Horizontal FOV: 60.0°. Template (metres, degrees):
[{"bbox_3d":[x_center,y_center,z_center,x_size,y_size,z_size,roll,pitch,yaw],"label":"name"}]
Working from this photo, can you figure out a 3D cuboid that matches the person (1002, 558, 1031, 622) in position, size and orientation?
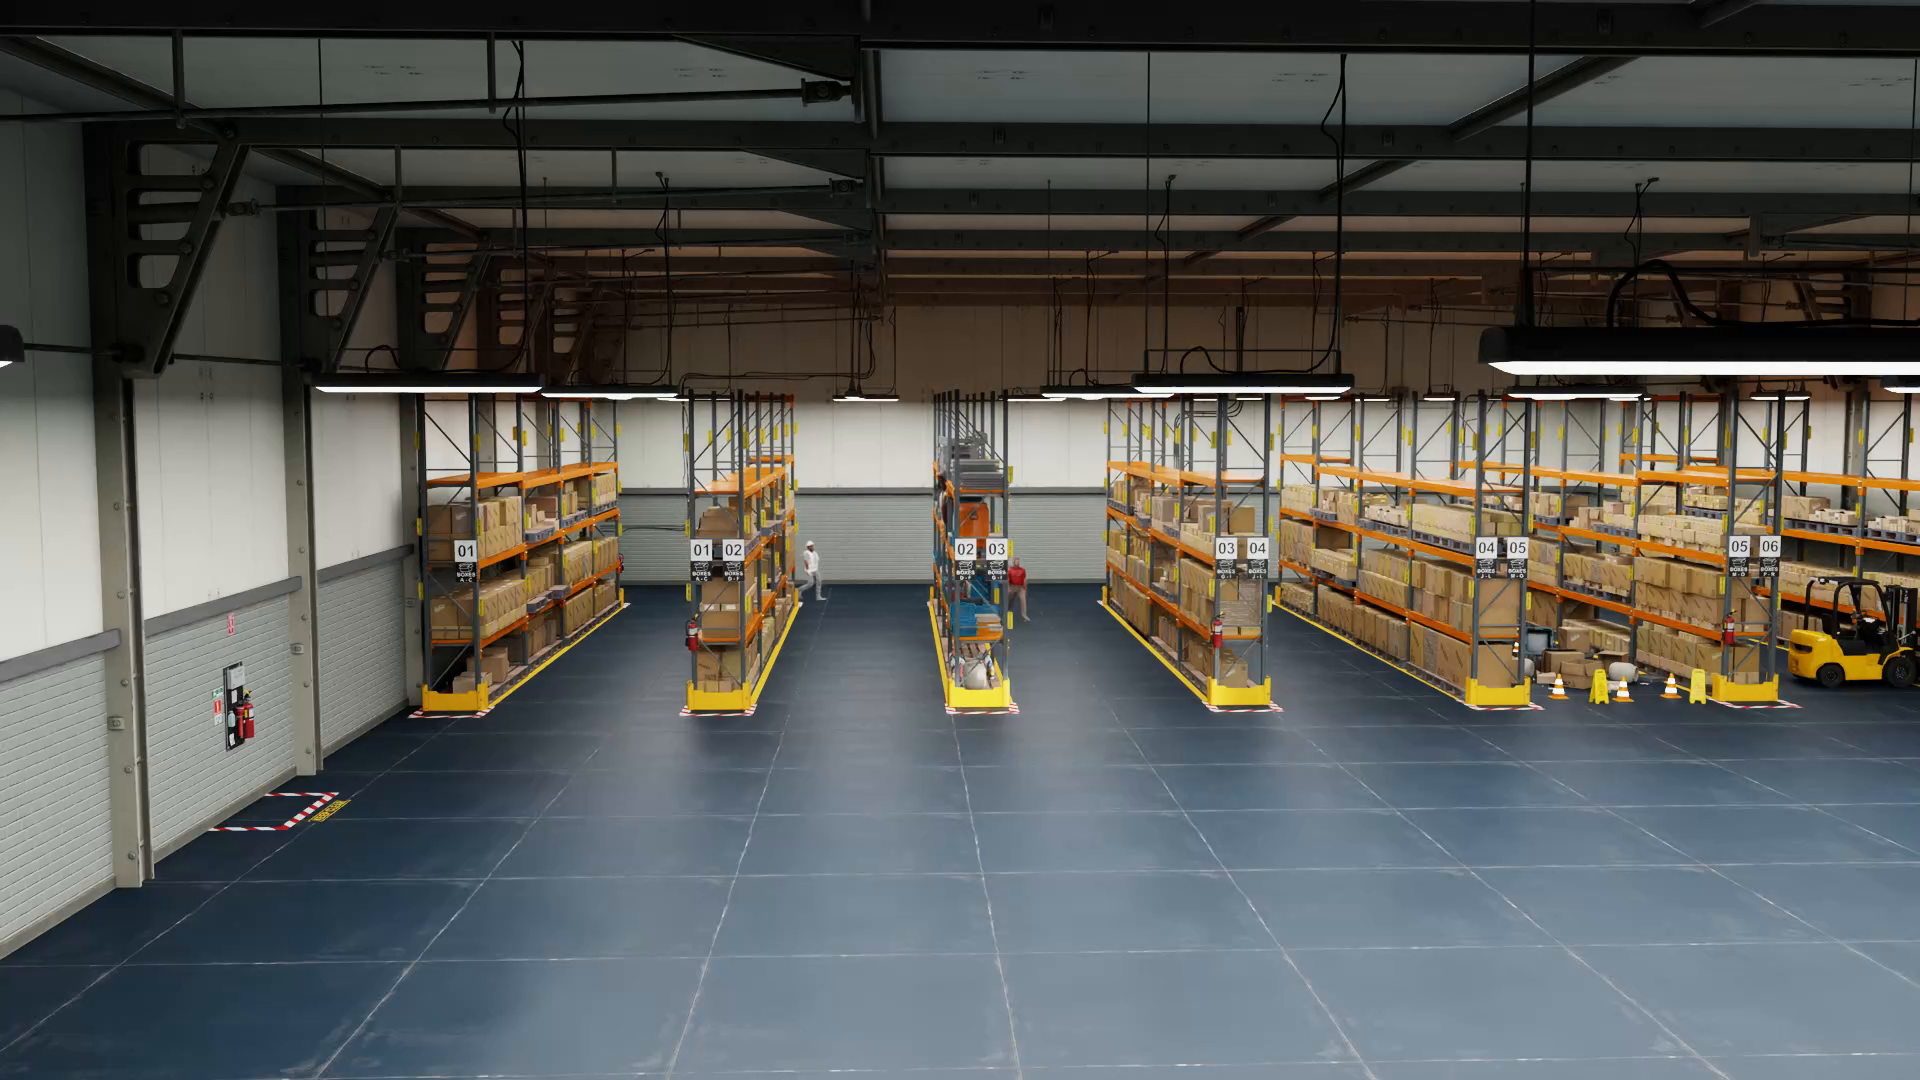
[{"bbox_3d":[1.504,1.306,43.953,0.606,1.677,1.017,-2,5,-24],"label":"person"}]

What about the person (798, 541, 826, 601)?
[{"bbox_3d":[-4.340,0.901,48.253,0.847,1.752,0.624,2,5,19],"label":"person"}]

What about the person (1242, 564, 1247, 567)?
[{"bbox_3d":[8.055,1.049,47.528,0.330,1.590,0.436,-1,5,-17],"label":"person"}]

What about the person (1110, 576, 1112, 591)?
[{"bbox_3d":[4.881,0.732,50.634,1.024,1.741,0.598,-2,5,-18],"label":"person"}]

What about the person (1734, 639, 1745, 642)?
[{"bbox_3d":[16.971,1.877,36.424,0.607,1.766,0.605,4,6,40],"label":"person"}]
